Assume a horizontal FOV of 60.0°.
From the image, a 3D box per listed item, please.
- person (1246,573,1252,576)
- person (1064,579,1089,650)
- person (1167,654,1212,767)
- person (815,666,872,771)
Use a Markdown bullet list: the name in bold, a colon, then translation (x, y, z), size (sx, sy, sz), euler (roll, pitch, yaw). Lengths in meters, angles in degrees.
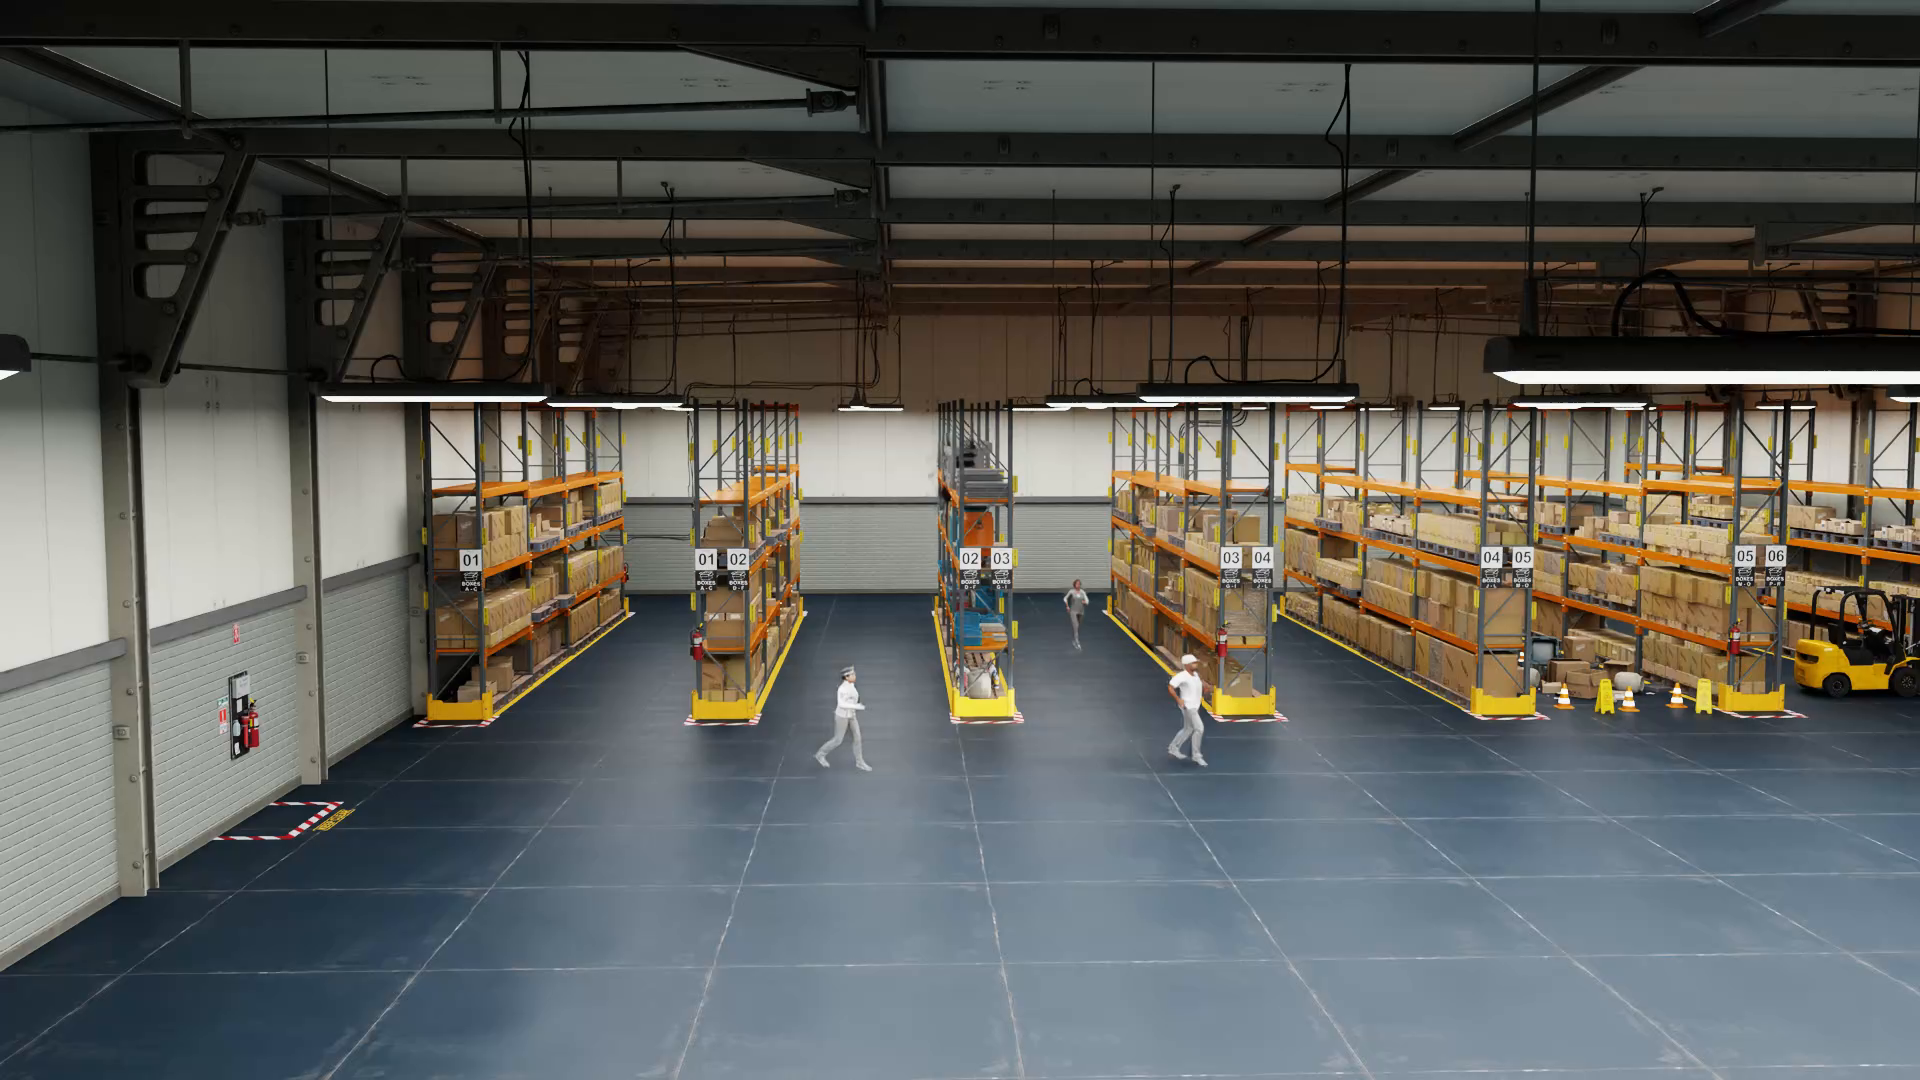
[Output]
- **person**: translation (8.499, 1.240, 48.652), size (0.655, 1.618, 0.747), euler (-4, 6, -39)
- **person**: translation (2.700, 1.712, 38.307), size (0.537, 1.614, 0.830), euler (-1, 4, -14)
- **person**: translation (3.745, 2.773, 27.186), size (0.738, 1.820, 0.678), euler (2, 5, 25)
- **person**: translation (-1.870, 2.850, 26.633), size (0.935, 1.687, 0.583), euler (2, 5, 19)
